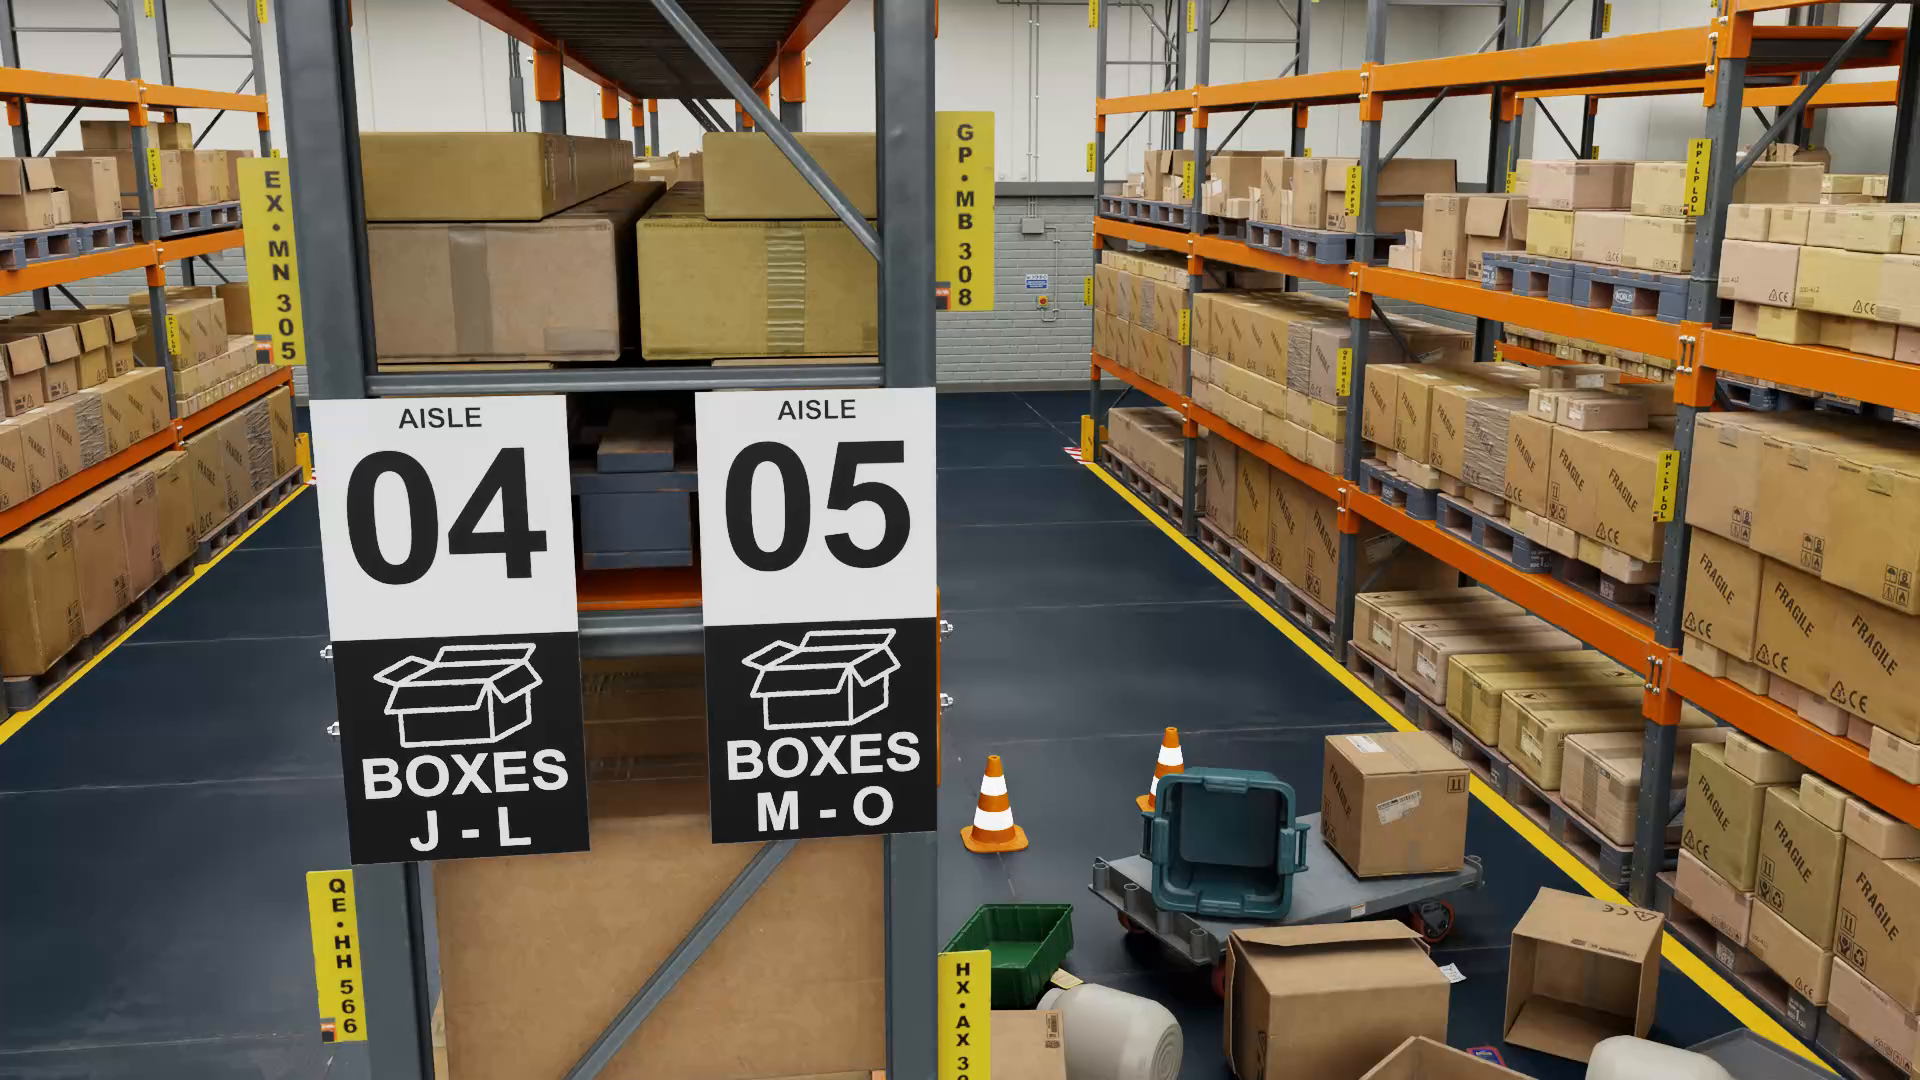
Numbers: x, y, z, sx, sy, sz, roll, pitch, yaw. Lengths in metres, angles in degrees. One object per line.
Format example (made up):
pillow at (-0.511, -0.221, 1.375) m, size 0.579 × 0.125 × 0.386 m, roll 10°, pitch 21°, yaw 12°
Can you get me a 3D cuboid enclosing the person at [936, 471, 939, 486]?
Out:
person at (-0.472, -0.247, 13.038) m, size 0.596 × 1.656 × 0.463 m, roll -3°, pitch 14°, yaw -11°
